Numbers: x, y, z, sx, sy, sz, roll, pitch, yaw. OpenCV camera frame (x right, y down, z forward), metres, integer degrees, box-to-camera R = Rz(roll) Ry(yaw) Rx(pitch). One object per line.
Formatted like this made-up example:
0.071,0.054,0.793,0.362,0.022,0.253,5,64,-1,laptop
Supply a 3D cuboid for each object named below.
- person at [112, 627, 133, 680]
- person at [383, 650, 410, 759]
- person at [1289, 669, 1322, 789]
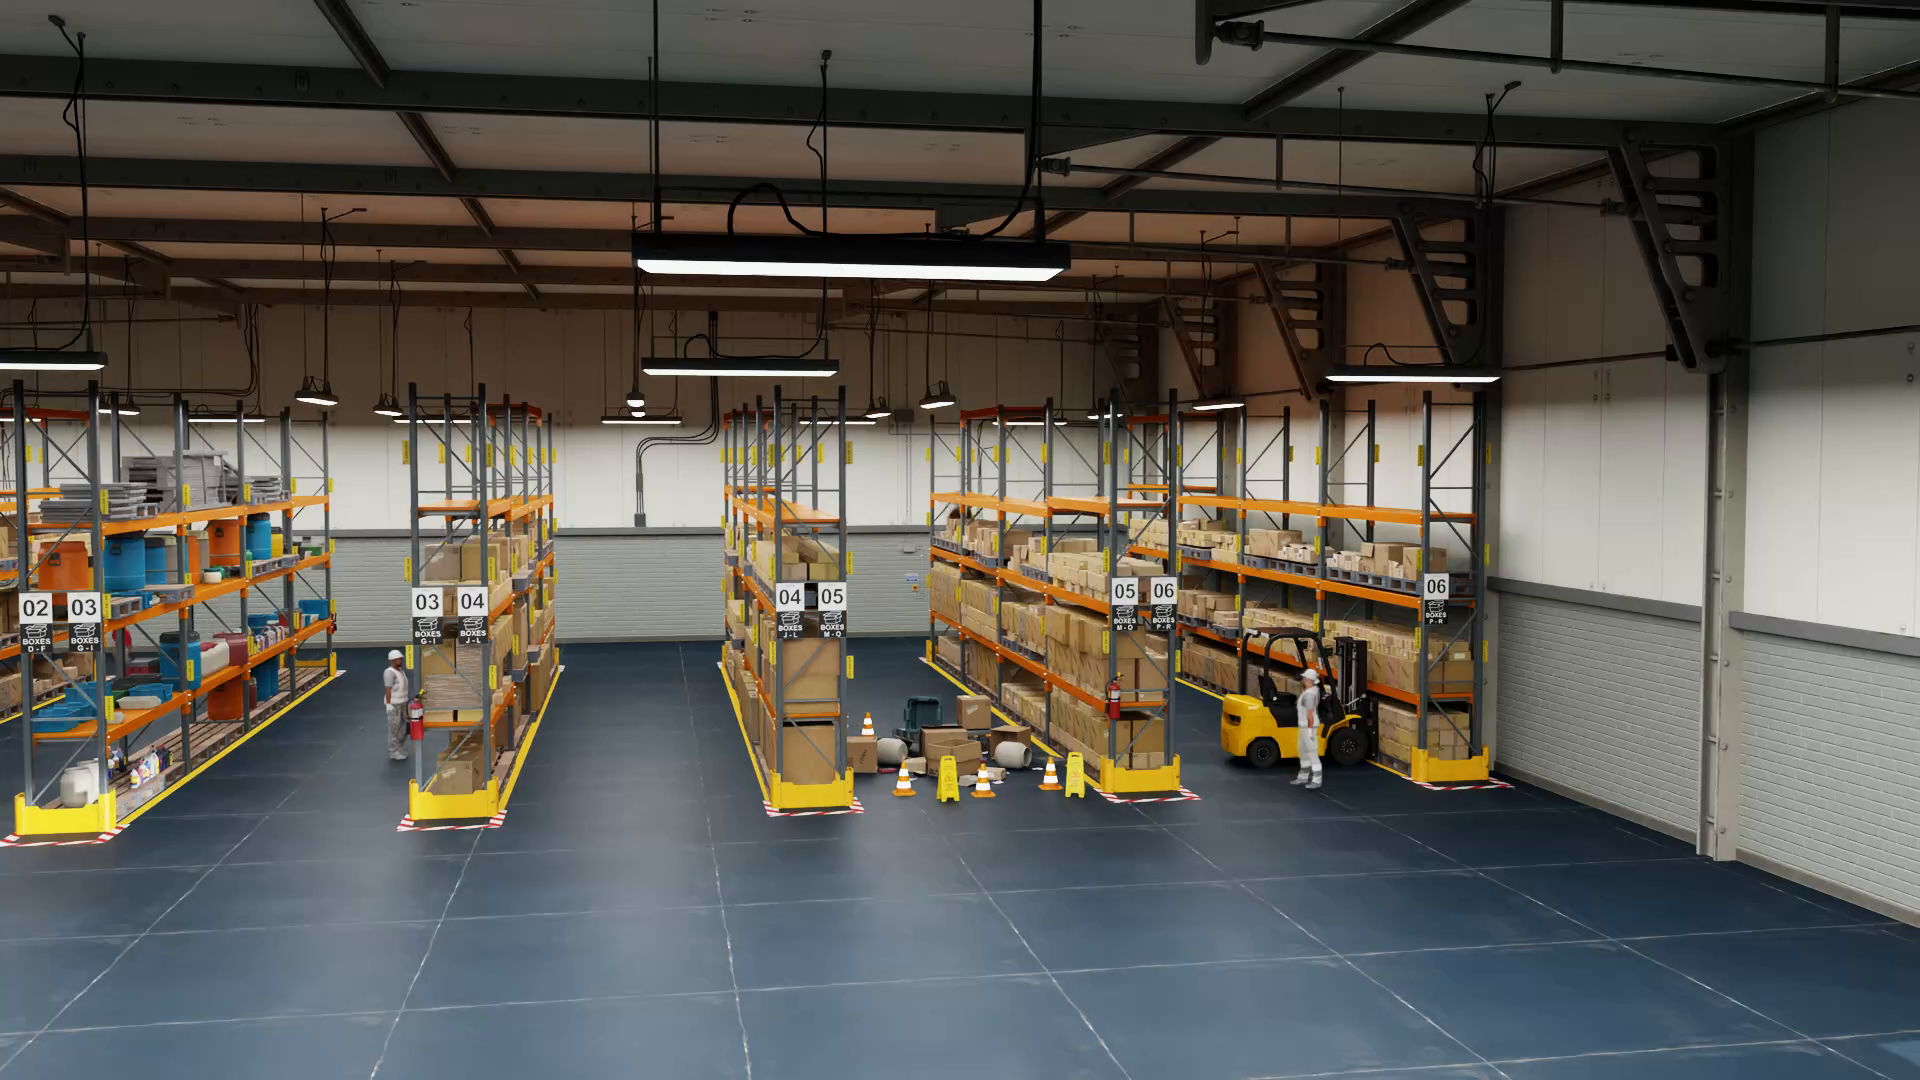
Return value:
-17.571,2.370,34.970,0.466,1.724,0.589,-1,3,-26,person
-9.317,2.725,27.537,0.415,1.807,0.620,0,3,9,person
5.220,2.828,25.063,0.431,1.805,0.733,0,3,1,person
